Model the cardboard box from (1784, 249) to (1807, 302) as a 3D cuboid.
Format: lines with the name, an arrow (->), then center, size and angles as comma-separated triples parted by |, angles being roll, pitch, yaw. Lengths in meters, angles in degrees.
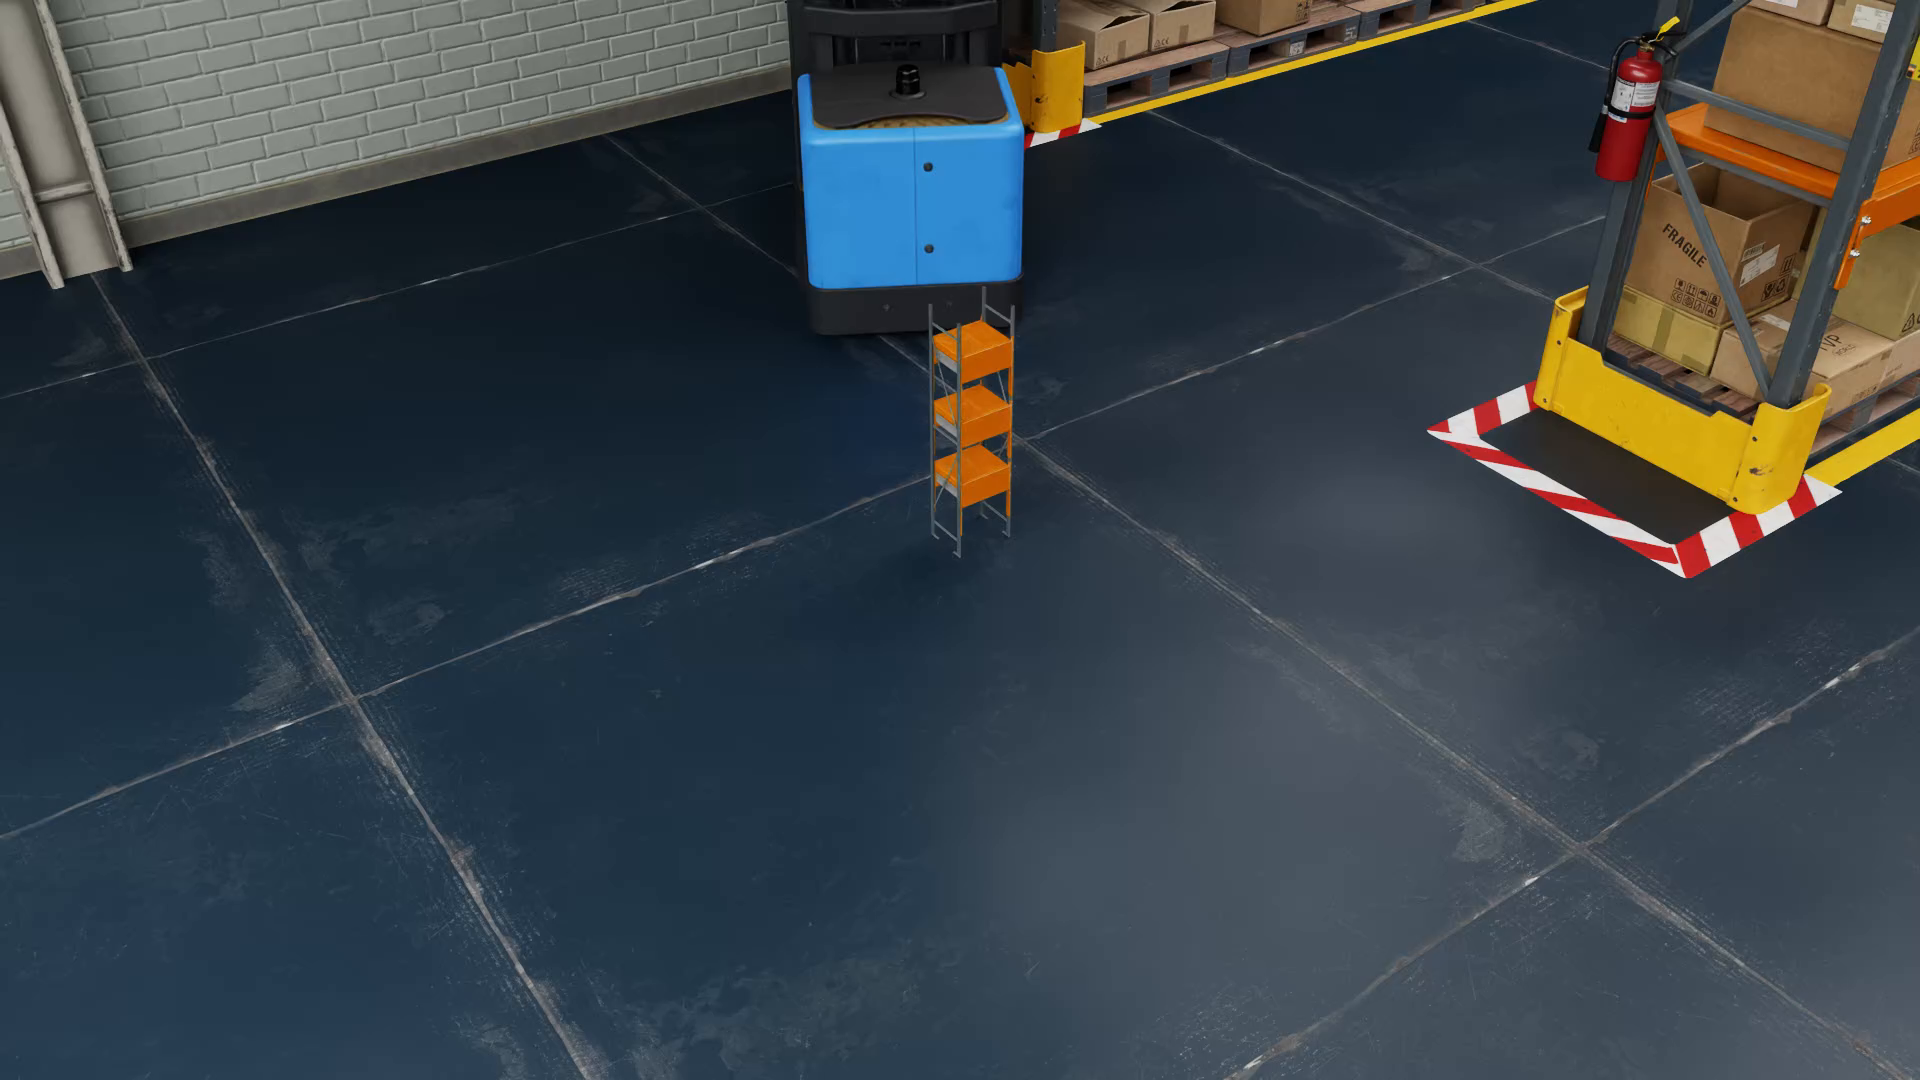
cardboard box -> 3.773, -1.202, 7.847 | 0.500, 0.250, 0.500 | -22, 41, -28

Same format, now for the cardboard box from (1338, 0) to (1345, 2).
cardboard box -> 2.691, -4.156, 11.724 | 0.500, 0.500, 0.500 | -26, 43, -31

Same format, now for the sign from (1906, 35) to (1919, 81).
sign -> 3.418, -1.769, 5.831 | 0.005, 0.325, 0.100 | -22, 41, -28

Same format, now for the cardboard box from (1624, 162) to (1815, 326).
cardboard box -> 3.370, -1.333, 7.388 | 0.500, 0.500, 0.500 | -22, 41, -28

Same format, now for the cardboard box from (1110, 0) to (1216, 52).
cardboard box -> 1.330, -3.484, 10.951 | 0.500, 0.311, 0.500 | -19, 40, -24

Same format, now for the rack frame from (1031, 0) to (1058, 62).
rack frame -> 0.247, -4.015, 9.764 | 0.127, 3.000, 1.000 | -22, 41, -28

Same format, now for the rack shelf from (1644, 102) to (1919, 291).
rack shelf -> 4.738, -2.033, 7.624 | 4.000, 0.370, 1.077 | -22, 41, -28

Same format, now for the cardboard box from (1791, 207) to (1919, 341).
cardboard box -> 4.078, -1.254, 7.278 | 0.500, 0.500, 0.500 | -22, 41, -28

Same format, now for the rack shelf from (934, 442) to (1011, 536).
rack shelf -> 0.044, -0.210, 6.637 | 0.240, 0.259, 0.215 | -22, 41, -28

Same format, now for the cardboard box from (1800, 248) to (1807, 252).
cardboard box -> 4.181, -1.371, 8.082 | 0.500, 0.250, 0.500 | -22, 41, -28

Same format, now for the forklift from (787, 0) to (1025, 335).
forklift -> -0.353, -3.021, 8.440 | 1.130, 2.935, 3.031 | -3, 36, -5

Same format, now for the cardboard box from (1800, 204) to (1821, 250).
cardboard box -> 4.179, -1.677, 7.865 | 0.500, 0.500, 0.500 | -22, 41, -28

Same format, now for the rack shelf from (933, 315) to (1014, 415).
rack shelf -> 0.044, -0.666, 6.309 | 0.240, 0.259, 0.215 | -22, 41, -28

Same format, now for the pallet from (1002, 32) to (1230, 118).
pallet -> 0.993, -3.165, 10.970 | 1.213, 0.211, 1.003 | -22, 41, -28

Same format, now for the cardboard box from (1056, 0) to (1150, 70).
cardboard box -> 0.864, -3.292, 10.684 | 0.500, 0.311, 0.500 | -28, 44, -33

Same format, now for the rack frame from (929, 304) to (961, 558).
rack frame -> -0.056, -0.403, 6.411 | 0.008, 1.050, 0.200 | -22, 41, -28

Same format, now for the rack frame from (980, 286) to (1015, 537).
rack frame -> 0.143, -0.485, 6.526 | 0.008, 1.050, 0.200 | -22, 41, -28

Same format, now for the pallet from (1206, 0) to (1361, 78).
pallet -> 1.990, -3.573, 11.537 | 1.213, 0.211, 1.003 | -22, 41, -28

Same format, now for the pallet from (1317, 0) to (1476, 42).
pallet -> 2.988, -3.986, 12.111 | 1.213, 0.211, 1.003 | -22, 41, -28

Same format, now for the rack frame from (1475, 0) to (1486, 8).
rack frame -> 3.516, -5.361, 11.634 | 0.127, 3.000, 1.000 | -22, 41, -28

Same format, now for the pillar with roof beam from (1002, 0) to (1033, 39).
pillar with roof beam -> 2.801, -5.044, 6.057 | 0.400, 9.000, 9.100 | -22, 41, -28

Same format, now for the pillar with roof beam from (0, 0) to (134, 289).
pillar with roof beam -> -2.104, -3.026, 3.251 | 0.400, 9.000, 9.100 | -22, 41, -28

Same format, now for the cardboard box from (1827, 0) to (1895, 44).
cardboard box -> 3.548, -1.985, 6.300 | 0.250, 0.149, 0.380 | -23, 41, -28

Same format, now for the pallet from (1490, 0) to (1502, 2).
pallet -> 4.152, -4.491, 12.814 | 1.213, 0.211, 1.003 | -22, 41, -28

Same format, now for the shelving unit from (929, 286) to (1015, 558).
shelving unit -> 0.044, -0.444, 6.468 | 0.252, 1.050, 0.215 | -22, 41, -28

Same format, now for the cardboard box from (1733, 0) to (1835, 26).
cardboard box -> 3.306, -2.176, 6.565 | 0.250, 0.149, 0.380 | -23, 42, -29

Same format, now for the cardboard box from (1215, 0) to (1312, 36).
cardboard box -> 1.959, -3.783, 11.206 | 0.500, 0.500, 0.700 | -25, 43, -31

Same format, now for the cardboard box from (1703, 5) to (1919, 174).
cardboard box -> 3.493, -1.844, 6.659 | 0.500, 0.500, 0.700 | -22, 41, -28

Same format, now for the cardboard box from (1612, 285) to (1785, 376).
cardboard box -> 3.372, -1.028, 7.605 | 0.500, 0.250, 0.500 | -22, 41, -28

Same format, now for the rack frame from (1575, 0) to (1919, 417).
rack frame -> 3.104, -1.652, 6.478 | 0.127, 3.000, 1.000 | -22, 41, -28

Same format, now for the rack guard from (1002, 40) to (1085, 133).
rack guard -> 0.309, -3.026, 10.529 | 0.348, 0.500, 1.175 | -22, 41, -28

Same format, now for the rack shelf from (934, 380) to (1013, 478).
rack shelf -> 0.044, -0.436, 6.475 | 0.240, 0.259, 0.215 | -22, 41, -28

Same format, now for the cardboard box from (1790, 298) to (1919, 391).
cardboard box -> 4.077, -0.951, 7.498 | 0.500, 0.250, 0.500 | -22, 41, -28

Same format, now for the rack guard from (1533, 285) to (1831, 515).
rack guard -> 3.084, -0.629, 7.197 | 0.348, 0.500, 1.175 | -22, 41, -28

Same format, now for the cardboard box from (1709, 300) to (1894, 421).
cardboard box -> 3.670, -0.781, 7.262 | 0.500, 0.250, 0.500 | -22, 41, -28

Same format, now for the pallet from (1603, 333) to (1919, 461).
pallet -> 3.705, -0.797, 7.678 | 1.213, 0.211, 1.003 | -22, 41, -28

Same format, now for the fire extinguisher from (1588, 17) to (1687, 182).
fire extinguisher -> 2.739, -1.803, 6.754 | 0.183, 0.674, 0.296 | -22, 41, -28
